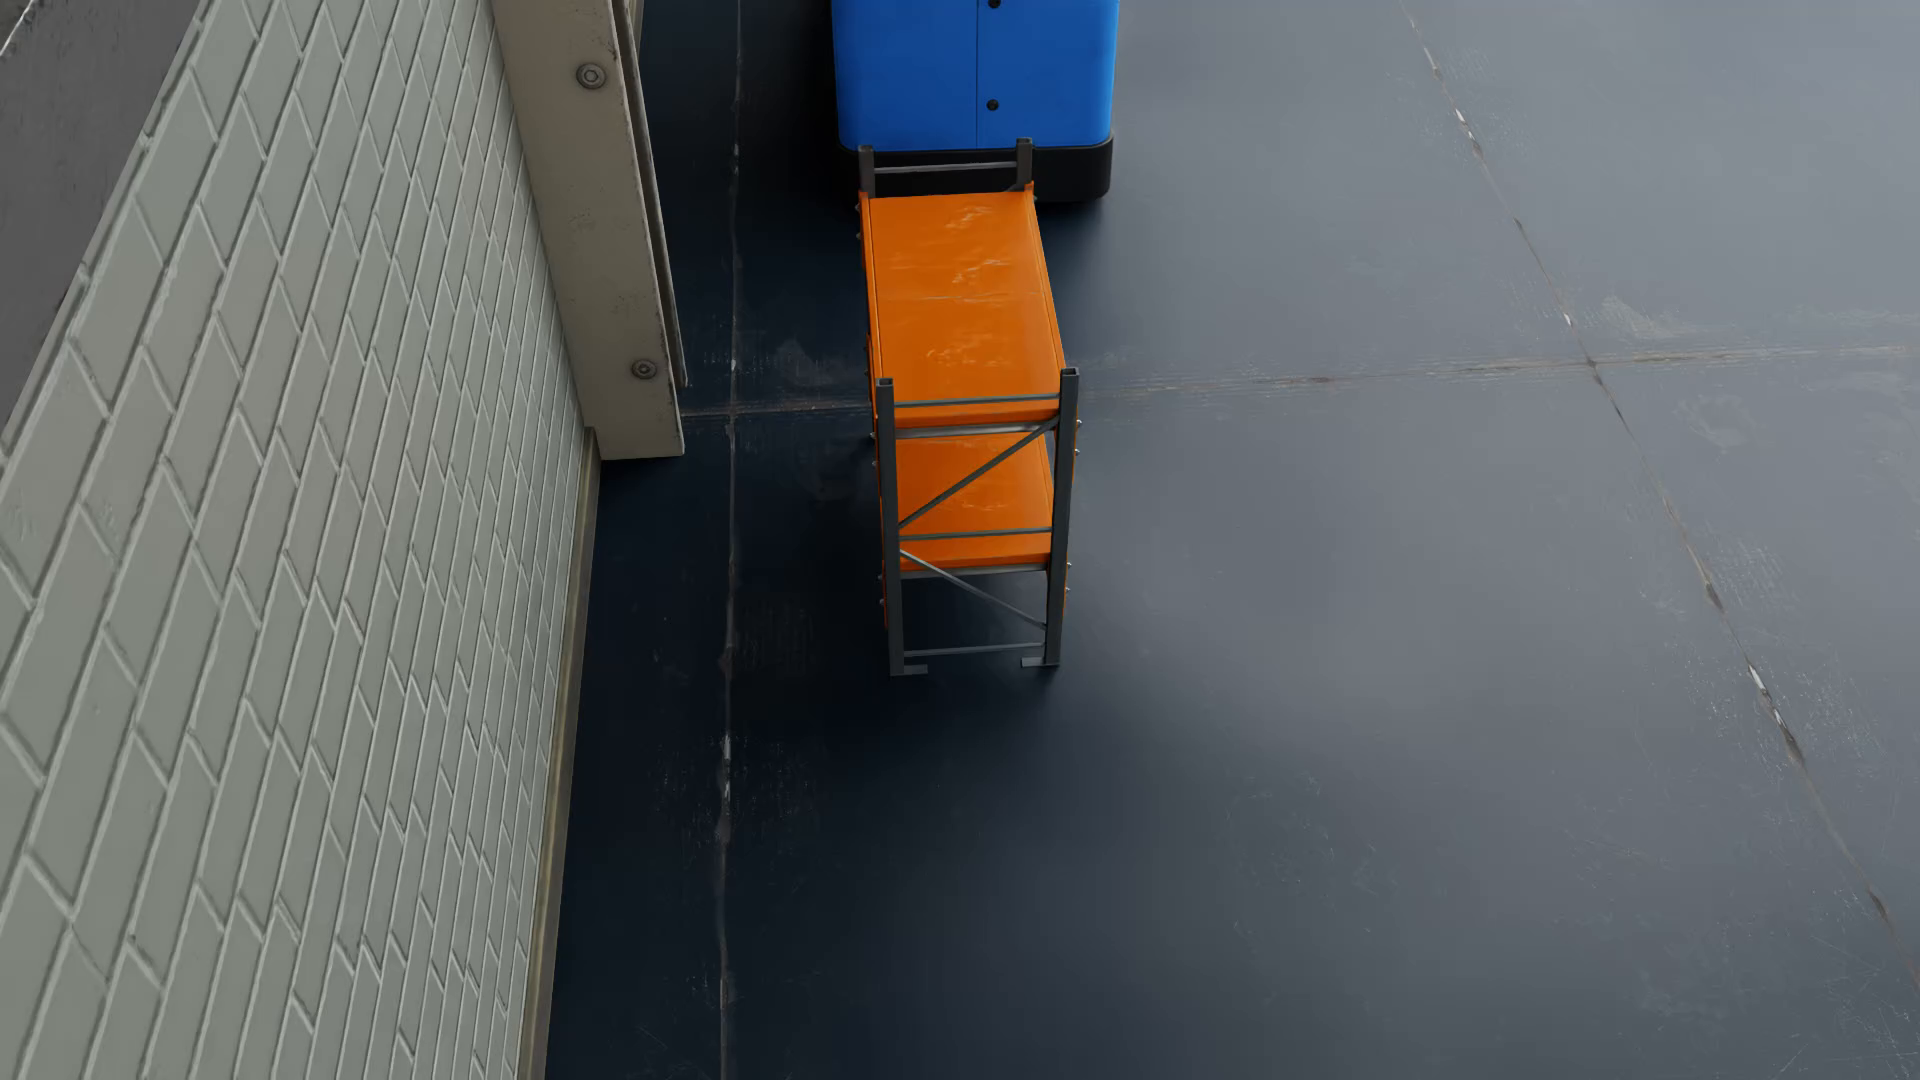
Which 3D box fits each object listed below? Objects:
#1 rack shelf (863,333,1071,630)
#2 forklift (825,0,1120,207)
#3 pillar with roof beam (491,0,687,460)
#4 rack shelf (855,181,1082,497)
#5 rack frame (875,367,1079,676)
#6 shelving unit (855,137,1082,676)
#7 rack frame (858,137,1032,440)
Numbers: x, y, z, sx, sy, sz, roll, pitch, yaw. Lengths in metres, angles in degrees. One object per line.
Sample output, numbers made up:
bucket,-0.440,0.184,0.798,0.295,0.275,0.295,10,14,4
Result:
rack shelf,0.001,-0.214,5.014,0.538,0.278,1.000,-3,47,-3
forklift,-0.017,-3.340,6.394,1.130,2.935,3.031,-2,47,-2
pillar with roof beam,3.203,-3.771,2.624,9.100,9.000,0.400,-3,47,-3
rack shelf,0.001,-0.583,4.624,0.538,0.278,1.000,-3,47,-3
rack frame,0.043,-0.014,4.489,0.500,1.125,0.032,-3,47,-3
shelving unit,0.001,-0.382,4.837,0.538,1.125,1.048,-3,47,-3
rack frame,-0.042,-0.750,5.185,0.500,1.125,0.032,-3,47,-3
